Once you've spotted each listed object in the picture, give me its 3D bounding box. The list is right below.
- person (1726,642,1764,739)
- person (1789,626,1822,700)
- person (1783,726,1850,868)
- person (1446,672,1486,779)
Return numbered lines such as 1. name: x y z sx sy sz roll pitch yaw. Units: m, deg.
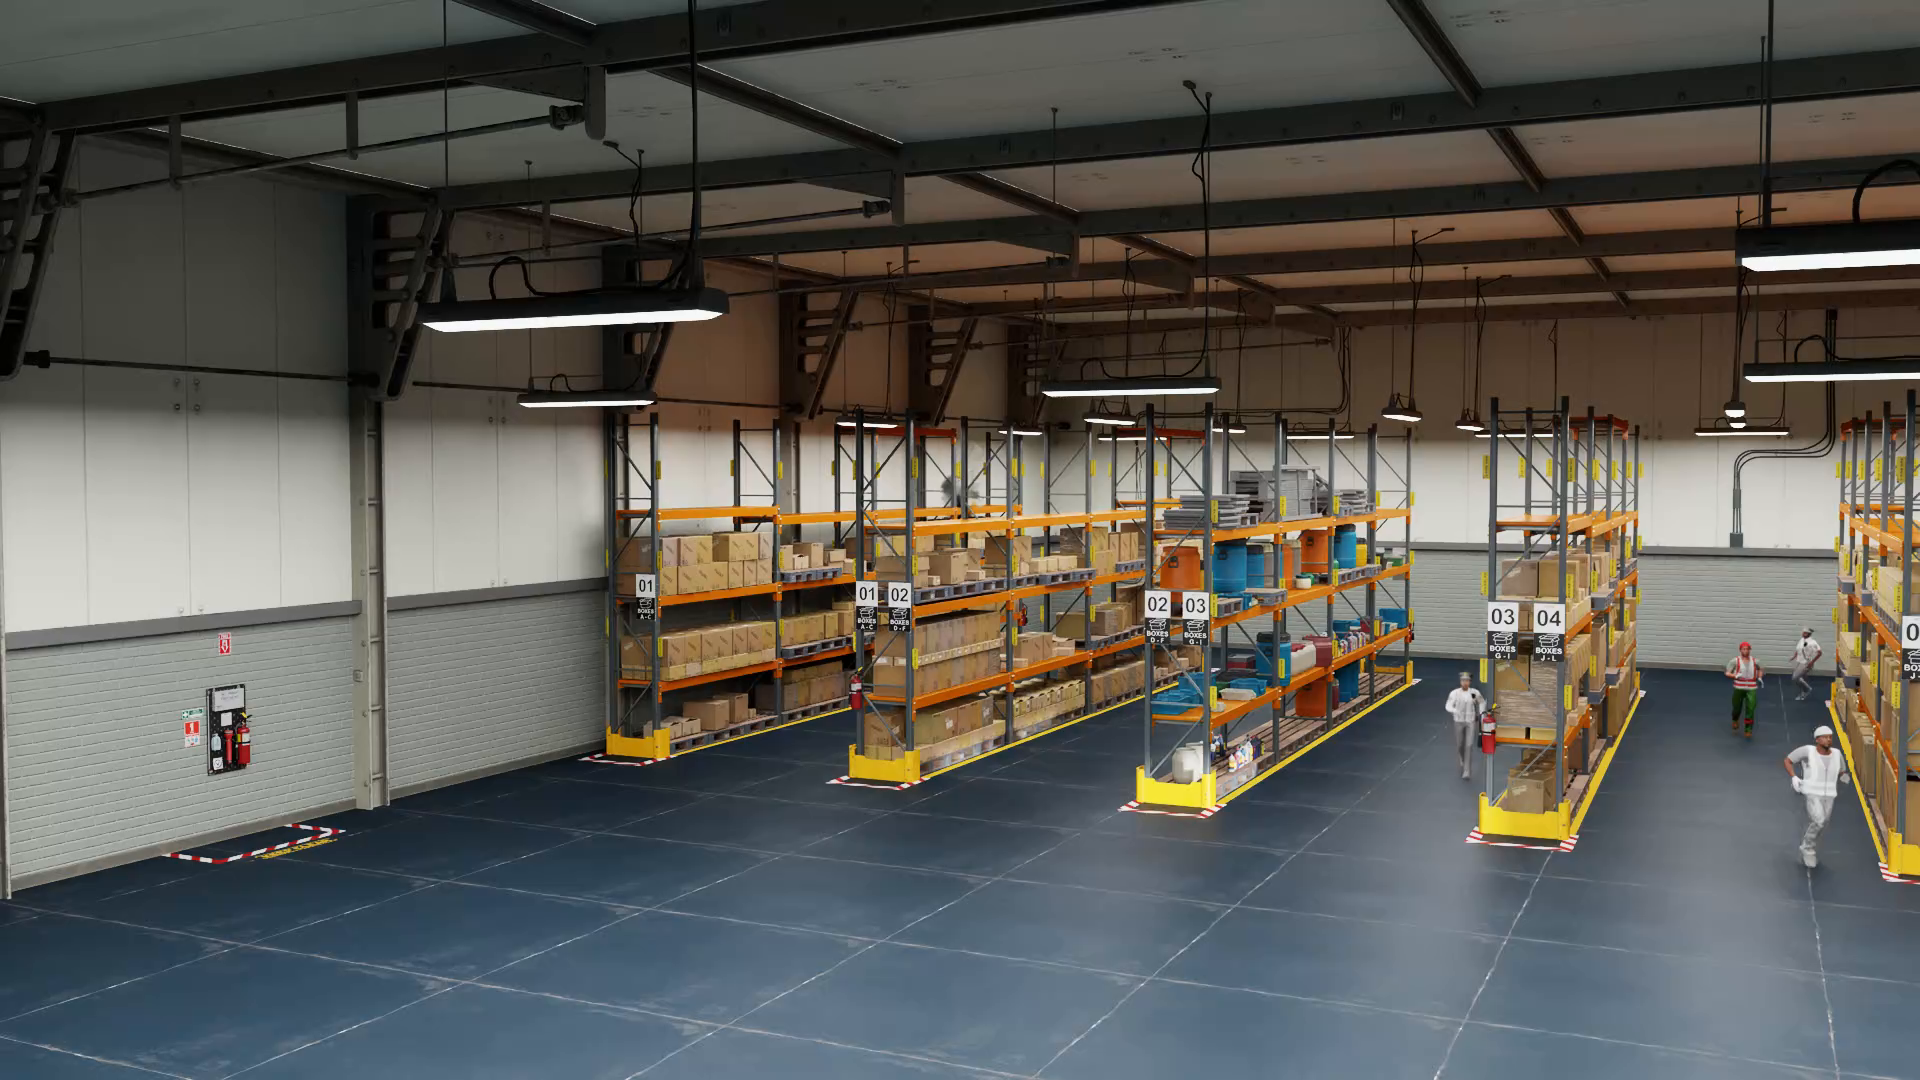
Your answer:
1. person: 14.700 2.794 31.166 0.655 1.768 0.957 1 2 16
2. person: 18.272 2.675 36.024 0.531 1.645 0.637 0 2 -4
3. person: 10.886 3.247 21.037 0.682 1.789 0.730 0 2 -3
4. person: 8.247 2.989 27.179 0.585 1.687 0.942 1 3 19
